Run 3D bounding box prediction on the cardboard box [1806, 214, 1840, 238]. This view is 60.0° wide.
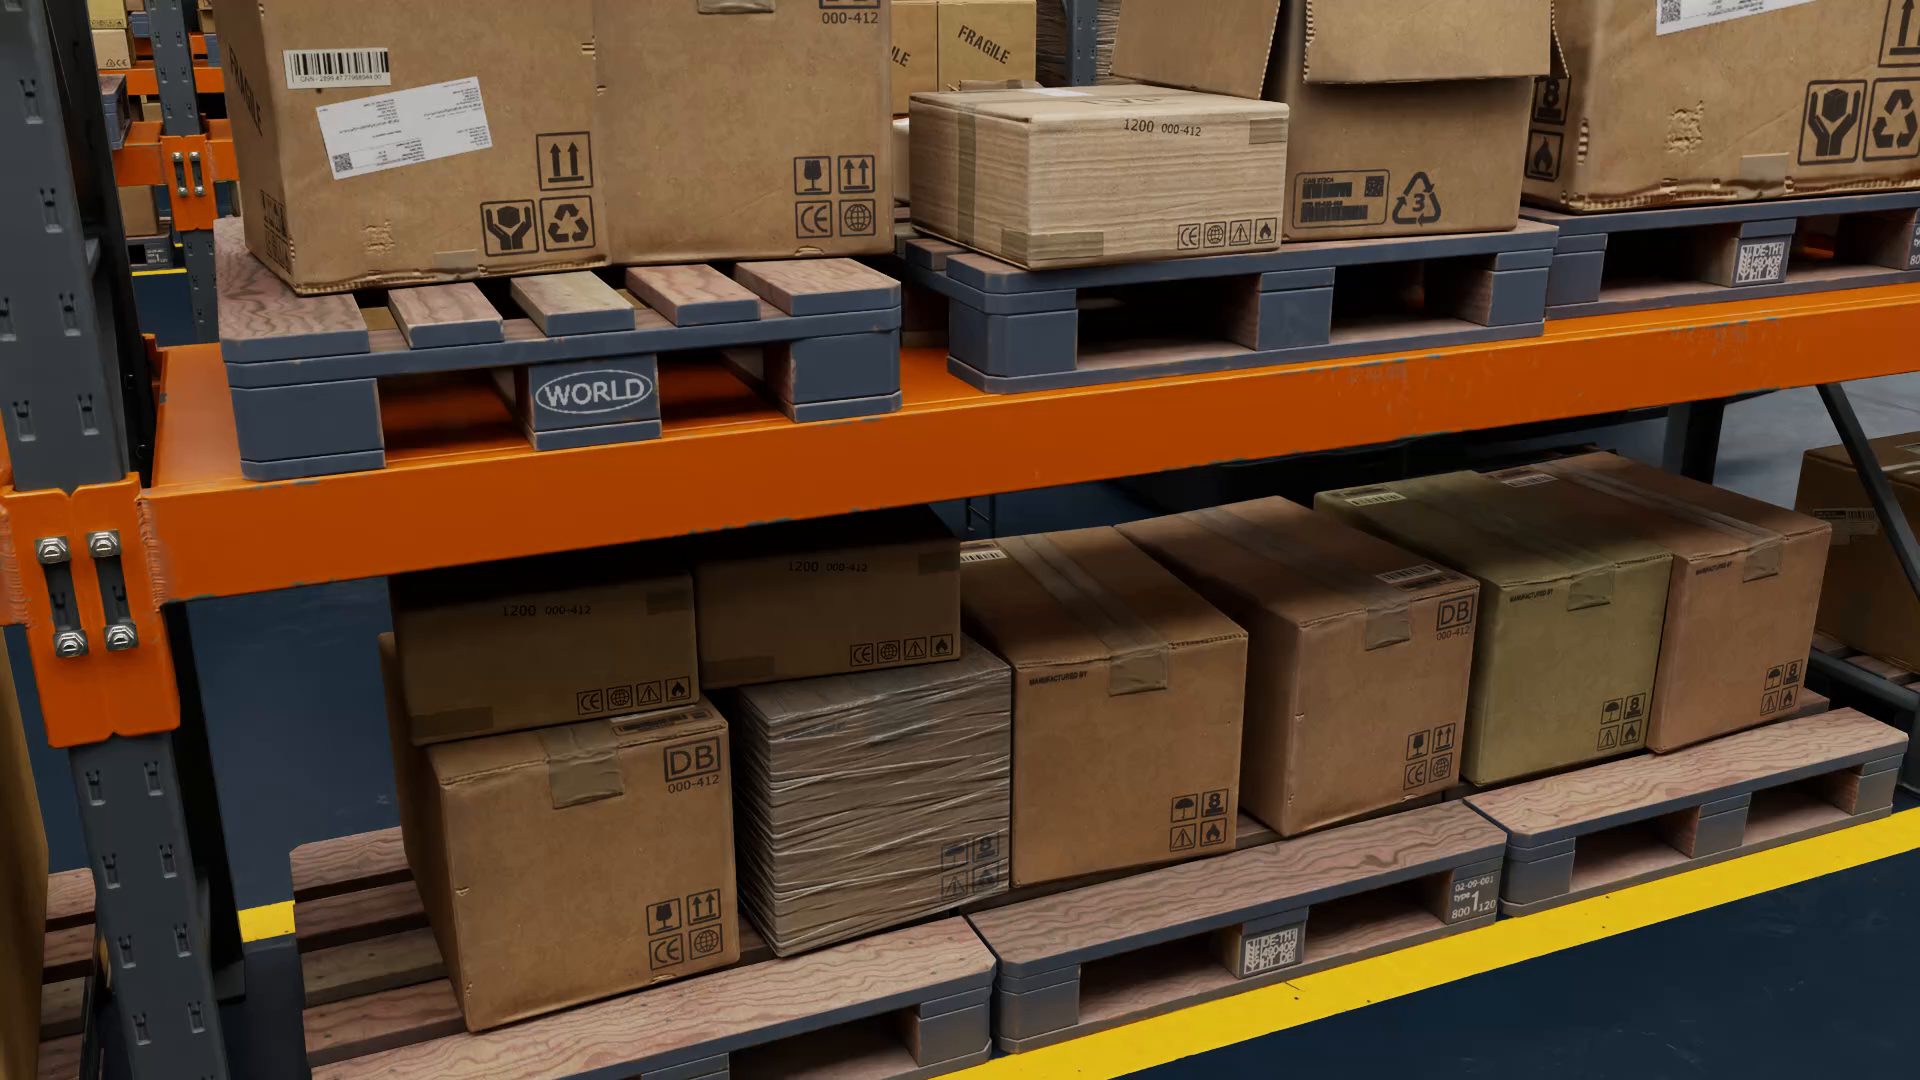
[{"bbox_3d":[2.358,-0.914,4.480,0.250,0.149,0.380,-8,21,-22],"label":"cardboard box"}]

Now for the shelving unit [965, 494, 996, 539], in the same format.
[{"bbox_3d":[-0.152,-0.544,5.761,0.503,1.200,0.258,-8,21,-22],"label":"shelving unit"}]

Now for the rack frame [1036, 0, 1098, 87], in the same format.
[{"bbox_3d":[0.405,-2.441,8.437,0.127,3.000,1.000,-8,21,-22],"label":"rack frame"}]

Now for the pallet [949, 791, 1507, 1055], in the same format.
[{"bbox_3d":[0.441,0.665,3.815,1.213,0.211,1.003,-8,21,-22],"label":"pallet"}]

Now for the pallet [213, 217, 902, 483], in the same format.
[{"bbox_3d":[-0.783,-0.424,3.000,1.003,0.211,1.213,-8,21,-22],"label":"pallet"}]

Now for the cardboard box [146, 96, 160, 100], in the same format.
[{"bbox_3d":[-7.788,-3.973,15.920,0.500,0.500,0.500,-7,21,-20],"label":"cardboard box"}]

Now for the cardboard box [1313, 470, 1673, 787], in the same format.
[{"bbox_3d":[1.260,0.188,4.073,0.500,0.500,0.700,-8,21,-22],"label":"cardboard box"}]

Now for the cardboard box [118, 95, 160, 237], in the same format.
[{"bbox_3d":[-5.988,-2.541,11.289,0.875,0.875,0.875,-8,21,-22],"label":"cardboard box"}]

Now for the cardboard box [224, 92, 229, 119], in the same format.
[{"bbox_3d":[-6.712,-4.080,16.036,0.625,0.625,0.875,-7,21,-20],"label":"cardboard box"}]

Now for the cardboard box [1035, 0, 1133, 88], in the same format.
[{"bbox_3d":[0.740,-2.564,8.560,0.550,0.550,0.875,-8,21,-22],"label":"cardboard box"}]

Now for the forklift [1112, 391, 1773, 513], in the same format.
[{"bbox_3d":[2.040,-1.711,6.467,3.031,2.935,1.130,-9,21,-24],"label":"forklift"}]

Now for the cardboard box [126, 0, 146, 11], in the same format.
[{"bbox_3d":[-7.825,-5.149,15.346,0.500,0.500,0.500,-7,21,-19],"label":"cardboard box"}]

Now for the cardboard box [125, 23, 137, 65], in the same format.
[{"bbox_3d":[-5.870,-3.352,11.252,0.500,0.250,0.500,-9,21,-23],"label":"cardboard box"}]

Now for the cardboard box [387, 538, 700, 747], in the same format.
[{"bbox_3d":[-0.792,0.132,3.103,0.500,0.250,0.500,-7,21,-20],"label":"cardboard box"}]

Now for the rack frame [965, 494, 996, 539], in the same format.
[{"bbox_3d":[0.072,-0.576,5.852,0.015,1.200,0.240,-8,21,-22],"label":"rack frame"}]

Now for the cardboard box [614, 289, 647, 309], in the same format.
[{"bbox_3d":[-1.871,-1.220,7.726,0.750,0.750,1.050,-8,21,-21],"label":"cardboard box"}]

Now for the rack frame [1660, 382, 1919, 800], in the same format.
[{"bbox_3d":[2.277,-0.915,4.104,0.127,3.000,1.000,-8,21,-22],"label":"rack frame"}]

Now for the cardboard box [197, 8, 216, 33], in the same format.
[{"bbox_3d":[-4.949,-3.476,11.125,0.250,0.149,0.380,-9,22,-25],"label":"cardboard box"}]

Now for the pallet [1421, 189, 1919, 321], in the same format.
[{"bbox_3d":[1.518,-0.768,3.976,1.213,0.211,1.003,-8,21,-22],"label":"pallet"}]

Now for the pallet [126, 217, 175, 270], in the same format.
[{"bbox_3d":[-6.075,-2.015,11.426,1.213,0.211,1.003,-8,21,-22],"label":"pallet"}]

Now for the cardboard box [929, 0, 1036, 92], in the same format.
[{"bbox_3d":[0.032,-2.338,7.994,0.500,0.500,0.500,-8,21,-22],"label":"cardboard box"}]

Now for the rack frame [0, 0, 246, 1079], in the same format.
[{"bbox_3d":[-1.395,-0.389,2.609,0.127,3.000,1.000,-8,21,-22],"label":"rack frame"}]

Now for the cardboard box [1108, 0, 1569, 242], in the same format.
[{"bbox_3d":[0.722,-0.905,3.289,0.637,0.503,0.797,-6,20,-16],"label":"cardboard box"}]

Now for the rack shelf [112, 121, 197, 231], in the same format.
[{"bbox_3d":[-5.104,-1.312,6.315,4.000,0.370,1.077,-8,21,-22],"label":"rack shelf"}]

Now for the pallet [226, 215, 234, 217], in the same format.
[{"bbox_3d":[-4.603,-2.198,11.946,1.213,0.211,1.003,-8,21,-22],"label":"pallet"}]

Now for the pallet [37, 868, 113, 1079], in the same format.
[{"bbox_3d":[-2.149,1.007,2.843,1.213,0.211,1.003,-8,21,-22],"label":"pallet"}]

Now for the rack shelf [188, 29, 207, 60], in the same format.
[{"bbox_3d":[-5.454,-4.848,16.356,4.000,0.370,1.077,-8,21,-22],"label":"rack shelf"}]

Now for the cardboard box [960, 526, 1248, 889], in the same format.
[{"bbox_3d":[0.234,0.335,3.655,0.500,0.500,0.700,-6,20,-17],"label":"cardboard box"}]

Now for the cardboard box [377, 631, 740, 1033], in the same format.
[{"bbox_3d":[-0.788,0.489,3.219,0.500,0.500,0.700,-9,21,-25],"label":"cardboard box"}]

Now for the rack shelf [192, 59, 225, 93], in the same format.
[{"bbox_3d":[-3.484,-3.334,12.059,4.000,0.370,1.077,-8,21,-22],"label":"rack shelf"}]

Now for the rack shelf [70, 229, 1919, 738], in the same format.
[{"bbox_3d":[0.441,-0.312,3.476,4.000,0.370,1.077,-8,21,-22],"label":"rack shelf"}]

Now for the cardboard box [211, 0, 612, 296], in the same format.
[{"bbox_3d":[-0.915,-0.717,2.759,0.500,0.500,0.500,-11,22,-29],"label":"cardboard box"}]

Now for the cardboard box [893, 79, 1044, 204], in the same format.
[{"bbox_3d":[0.029,-0.825,3.419,0.258,0.266,0.396,-9,21,-23],"label":"cardboard box"}]
